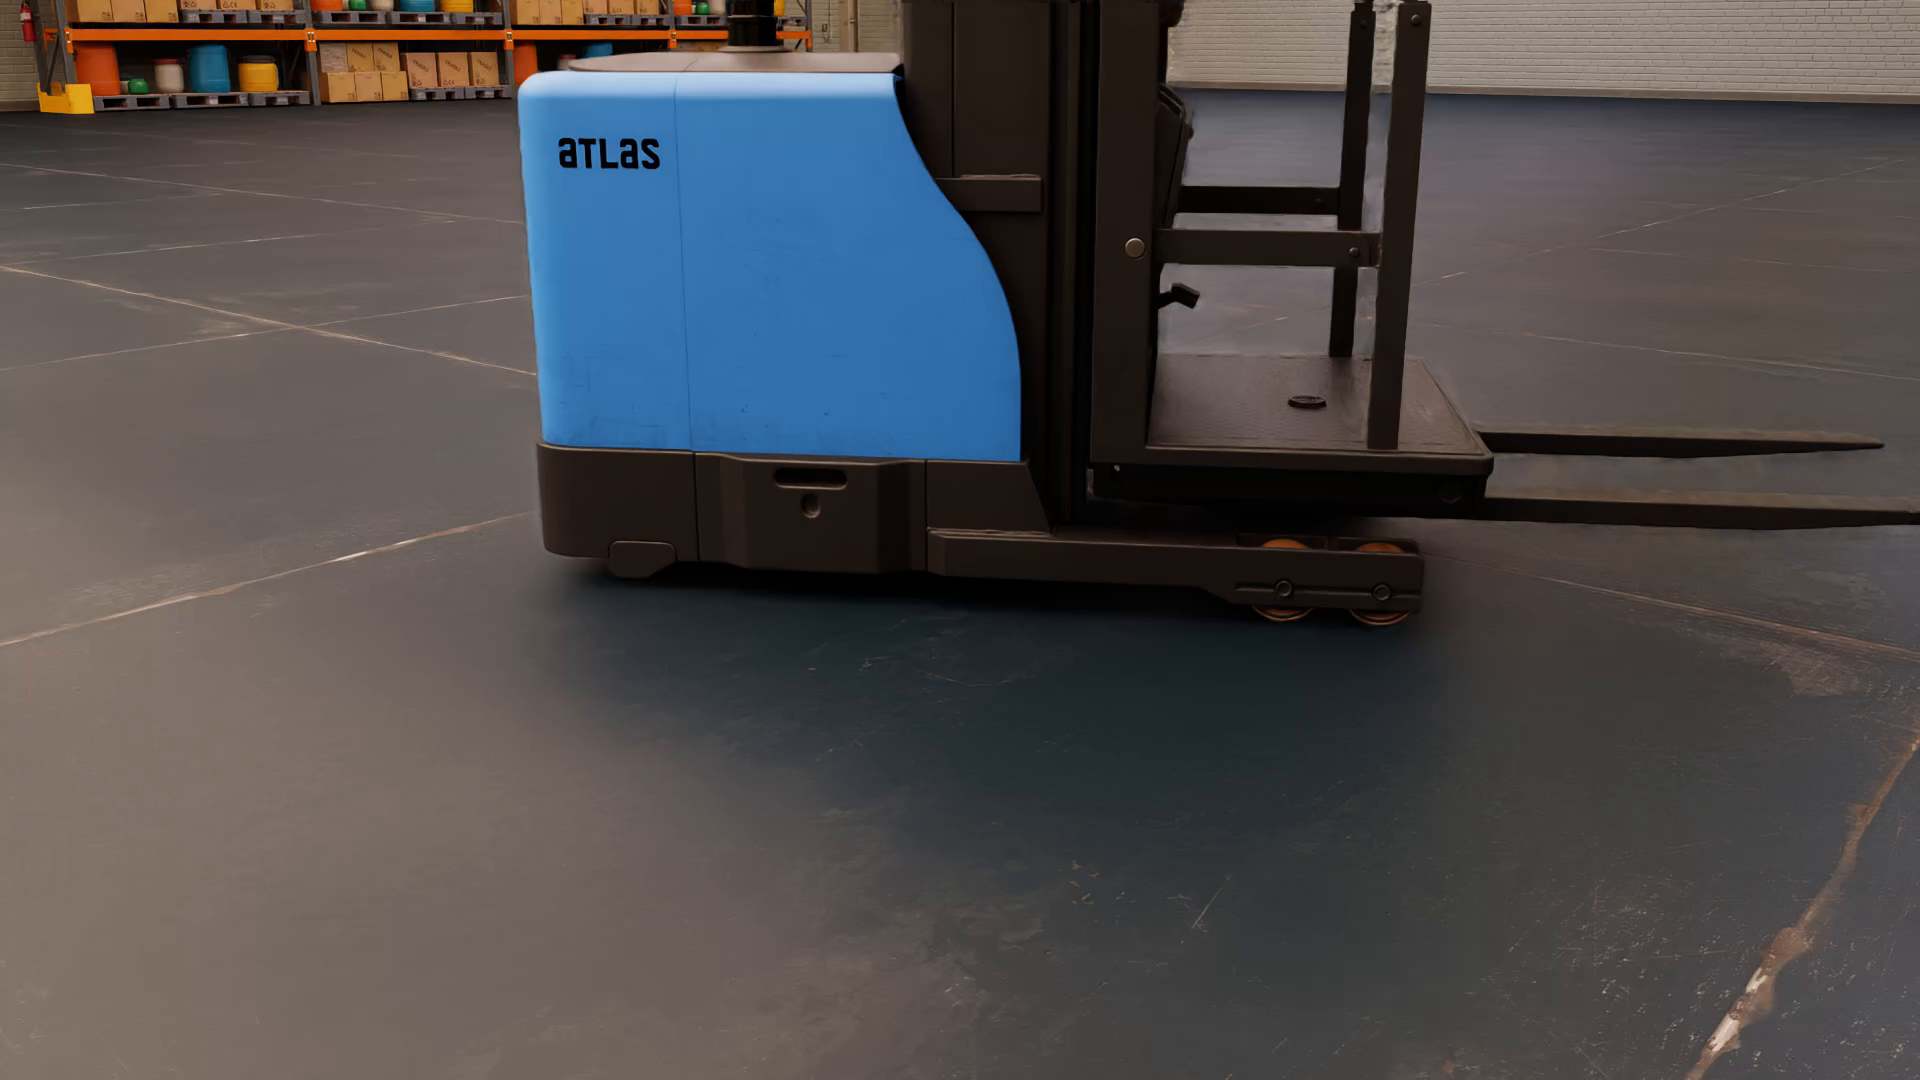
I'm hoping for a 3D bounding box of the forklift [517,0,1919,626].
[{"bbox_3d":[0.641,-1.393,3.484,3.031,2.935,1.130,2,17,7],"label":"forklift"}]
